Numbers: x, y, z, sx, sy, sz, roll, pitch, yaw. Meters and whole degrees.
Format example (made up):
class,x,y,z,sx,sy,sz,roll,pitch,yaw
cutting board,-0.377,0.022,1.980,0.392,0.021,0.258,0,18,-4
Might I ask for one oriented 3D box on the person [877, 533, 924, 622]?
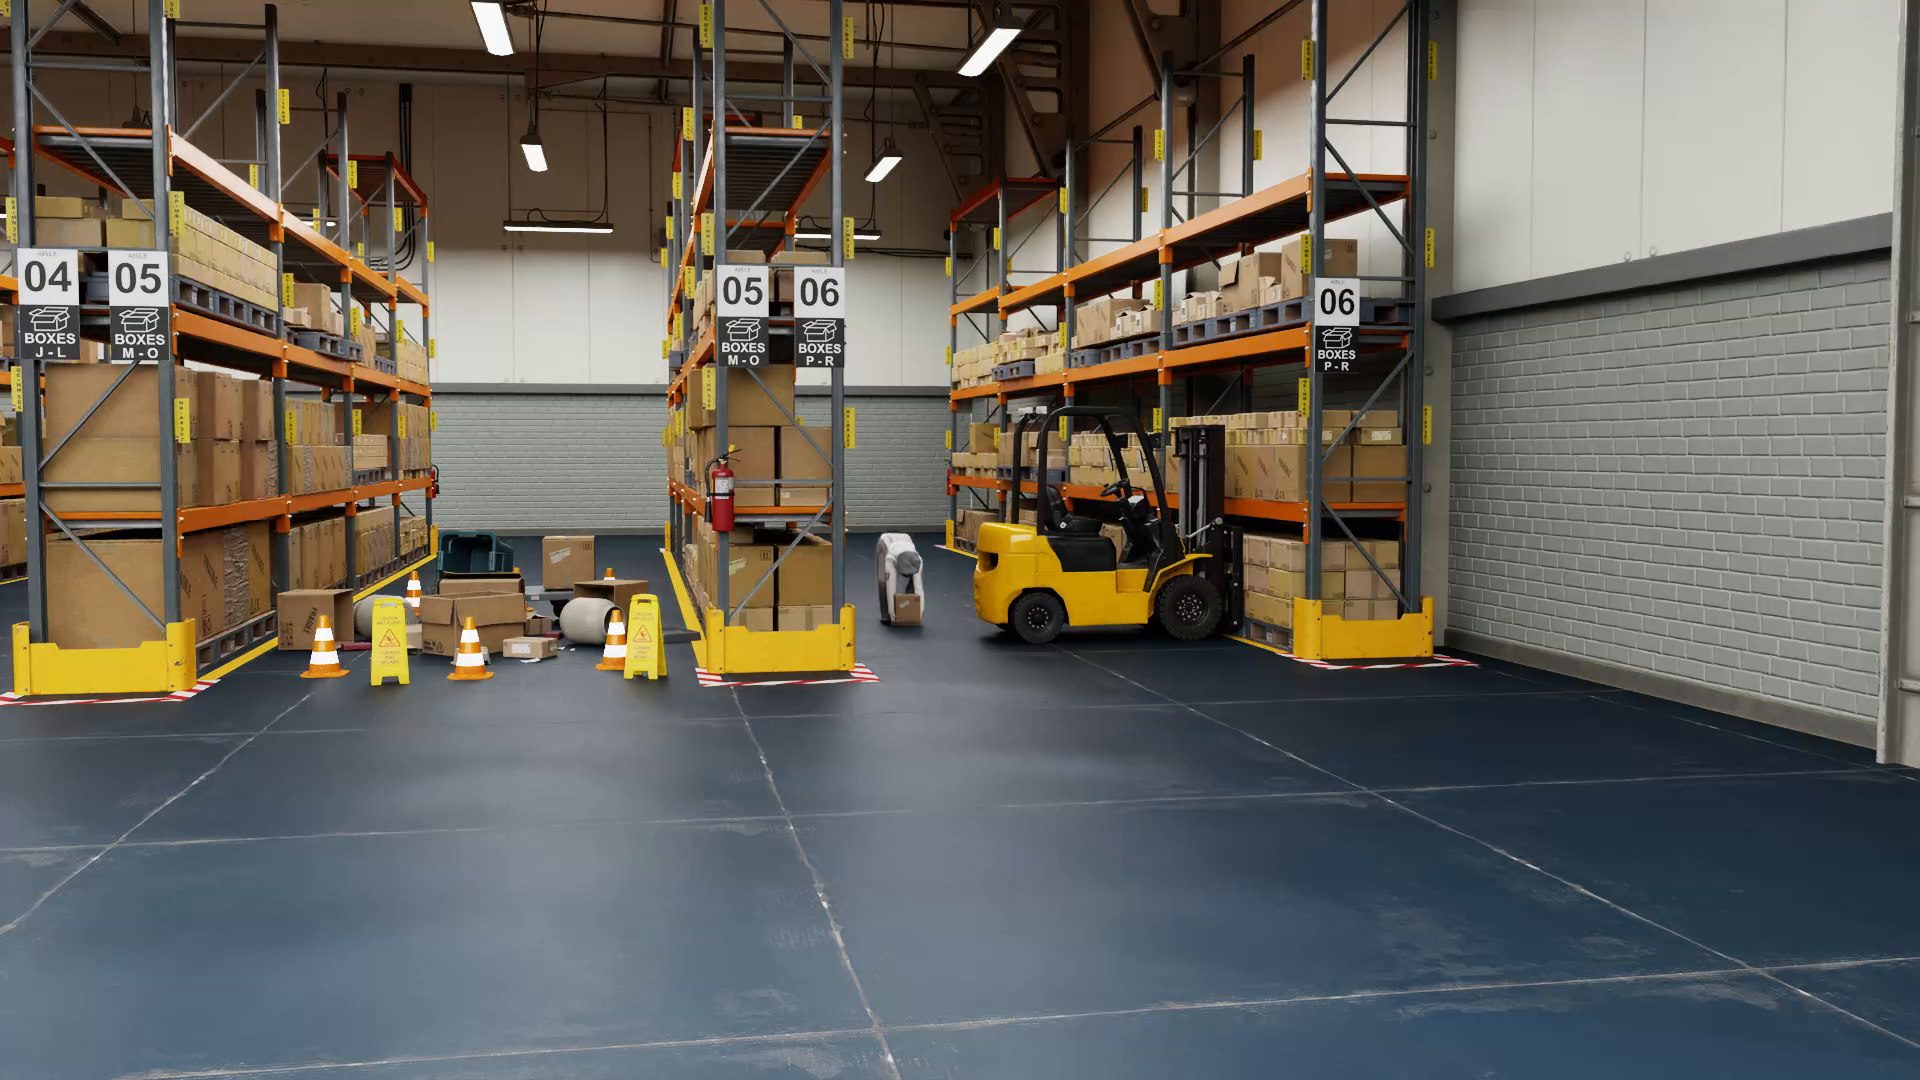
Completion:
class,x,y,z,sx,sy,sz,roll,pitch,yaw
person,-0.608,0.390,16.973,0.445,0.903,0.879,-1,3,-14
